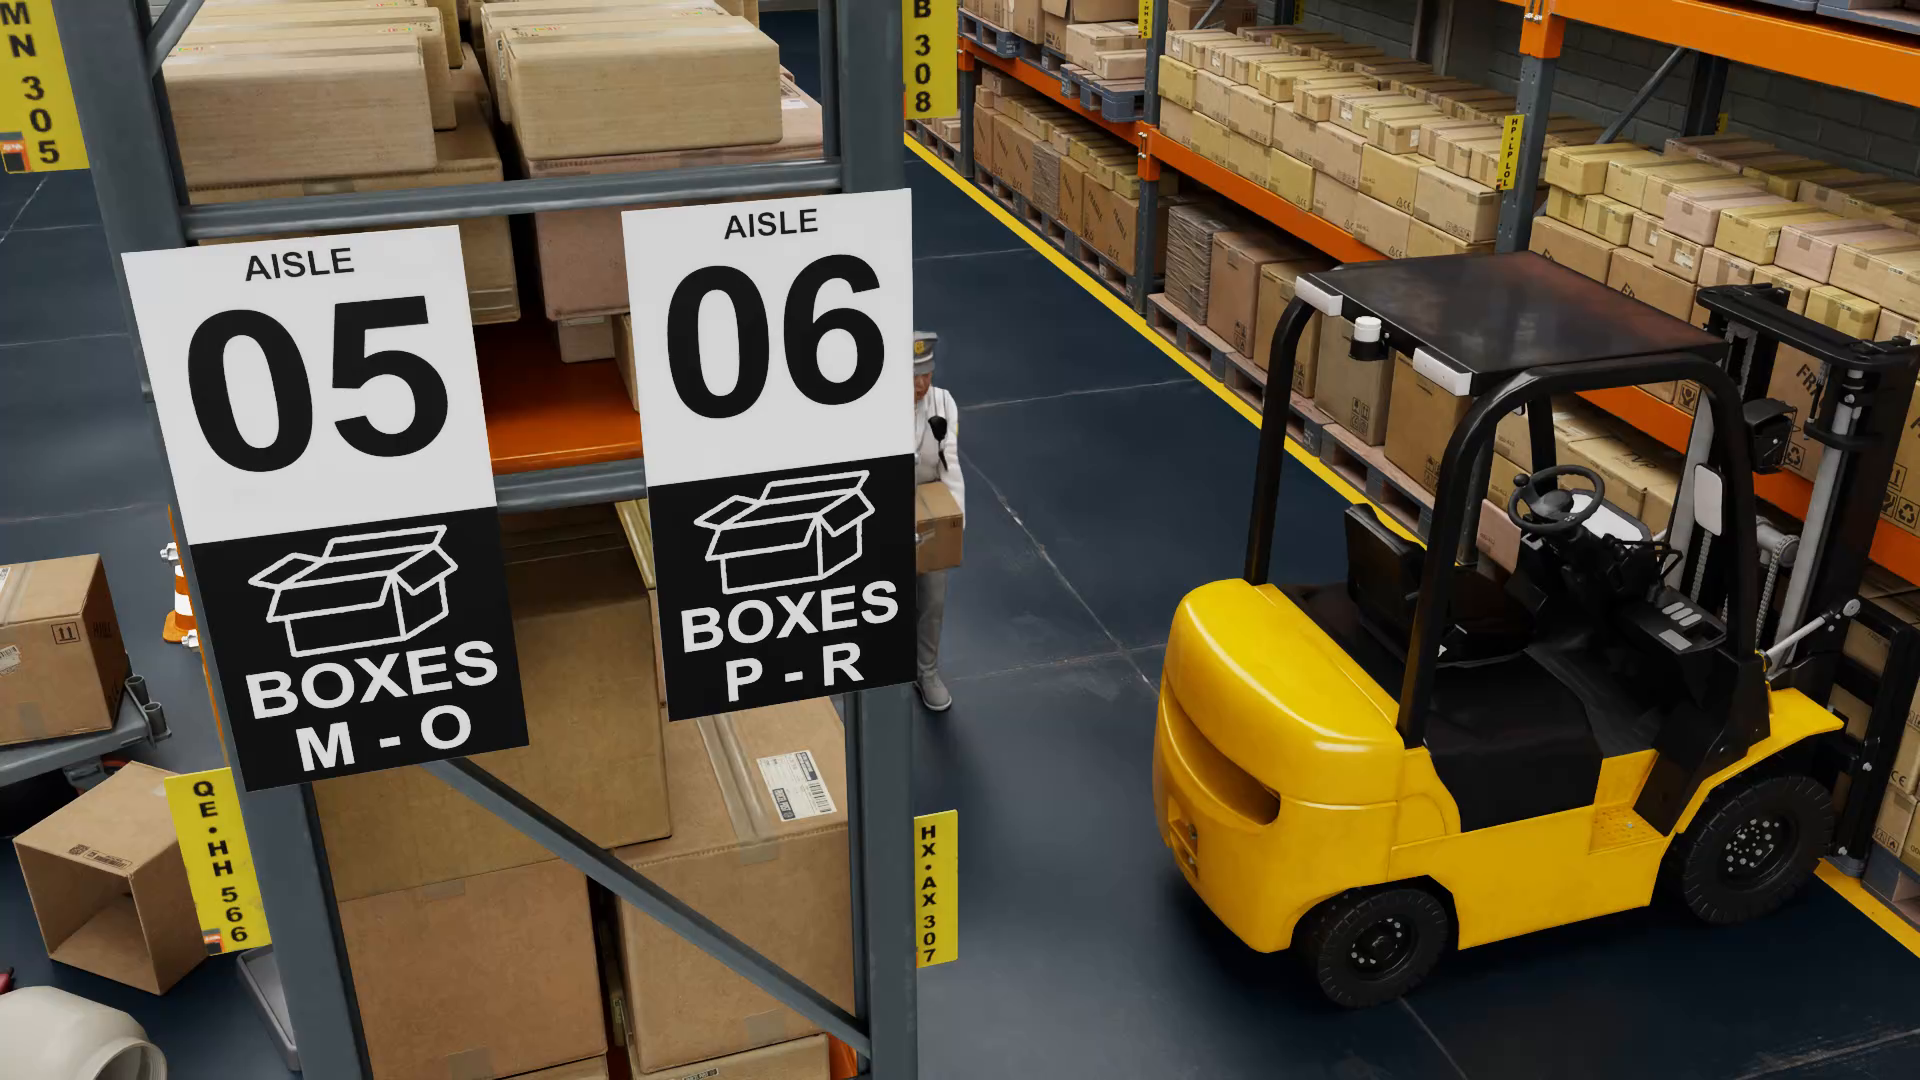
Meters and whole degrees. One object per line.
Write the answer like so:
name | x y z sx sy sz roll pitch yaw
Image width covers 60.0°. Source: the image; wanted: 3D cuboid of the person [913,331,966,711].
person | -0.198 -0.056 6.738 0.416 1.663 0.543 -9 28 -17
